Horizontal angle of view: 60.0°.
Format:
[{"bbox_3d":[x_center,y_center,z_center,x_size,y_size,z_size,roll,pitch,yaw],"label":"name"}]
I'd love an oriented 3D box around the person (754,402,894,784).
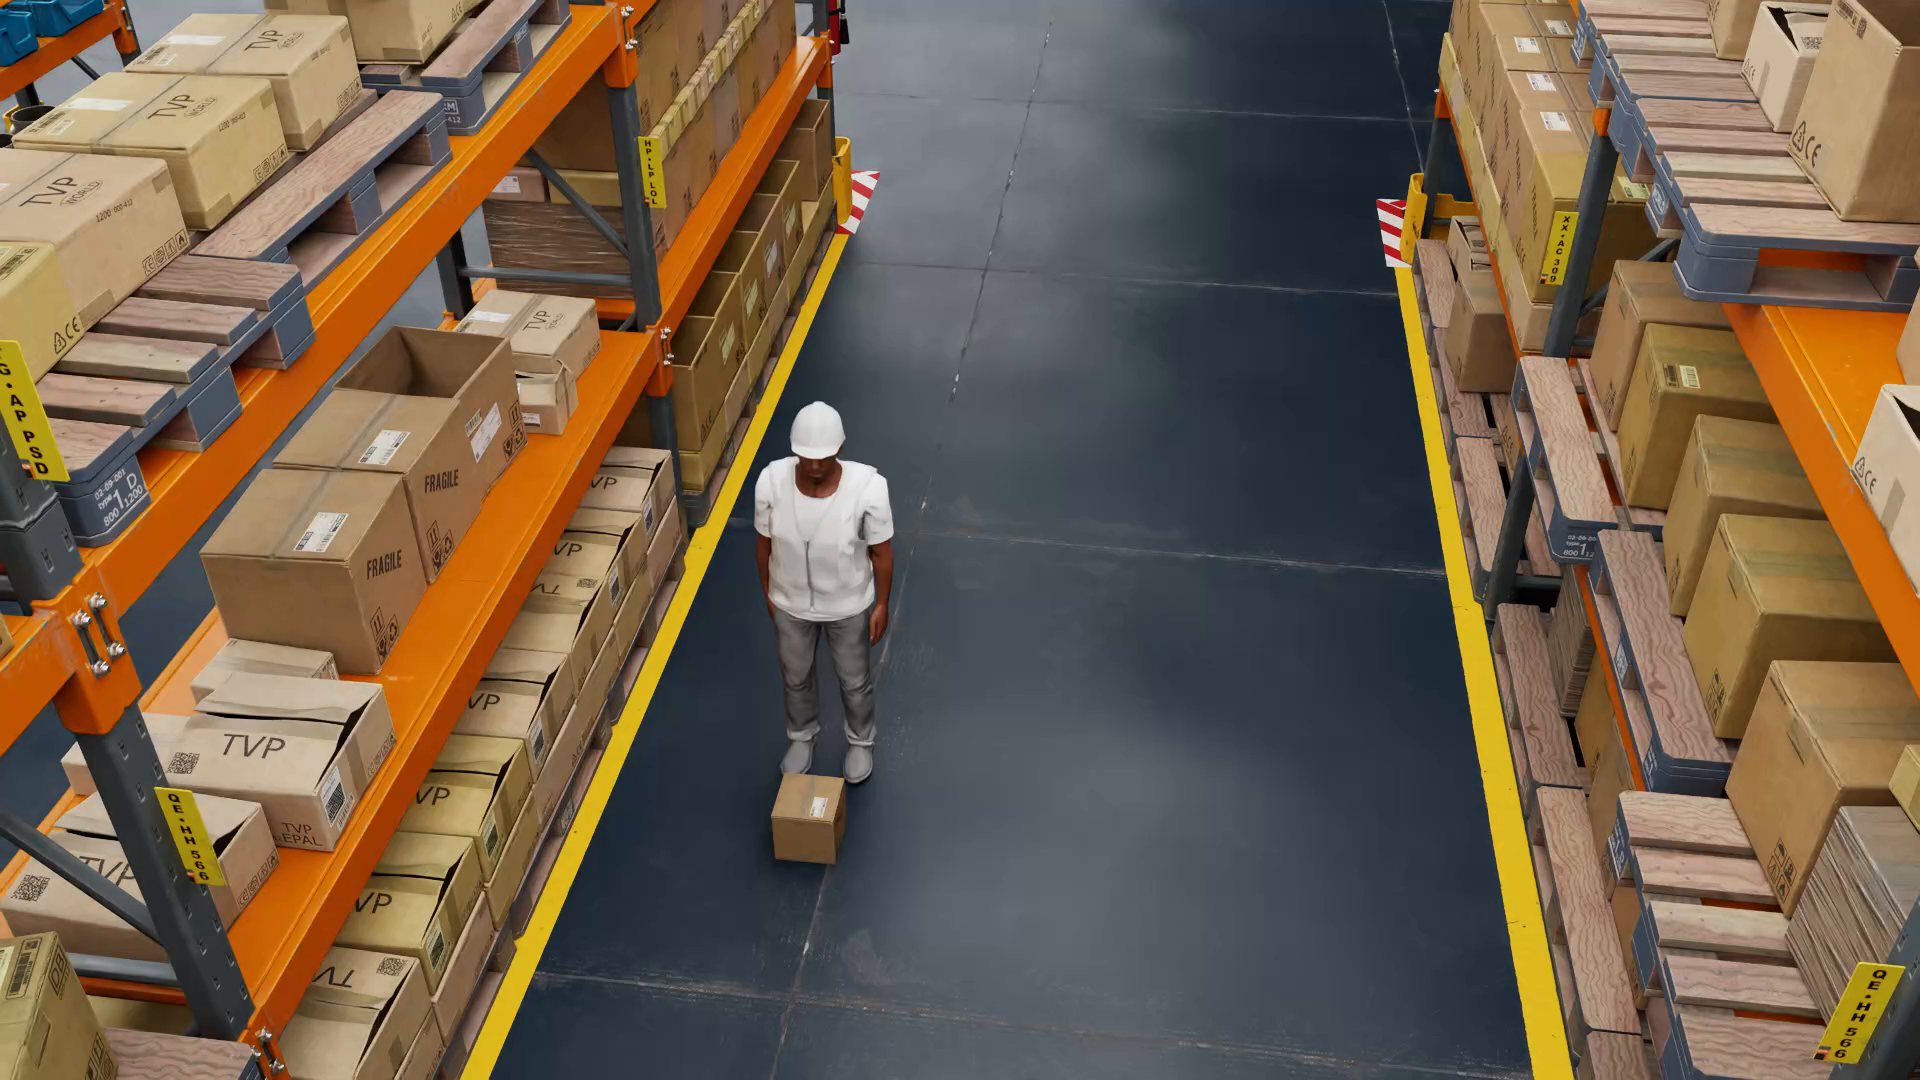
[{"bbox_3d":[-0.544,0.233,6.701,0.563,1.761,0.363,5,36,7],"label":"person"}]
